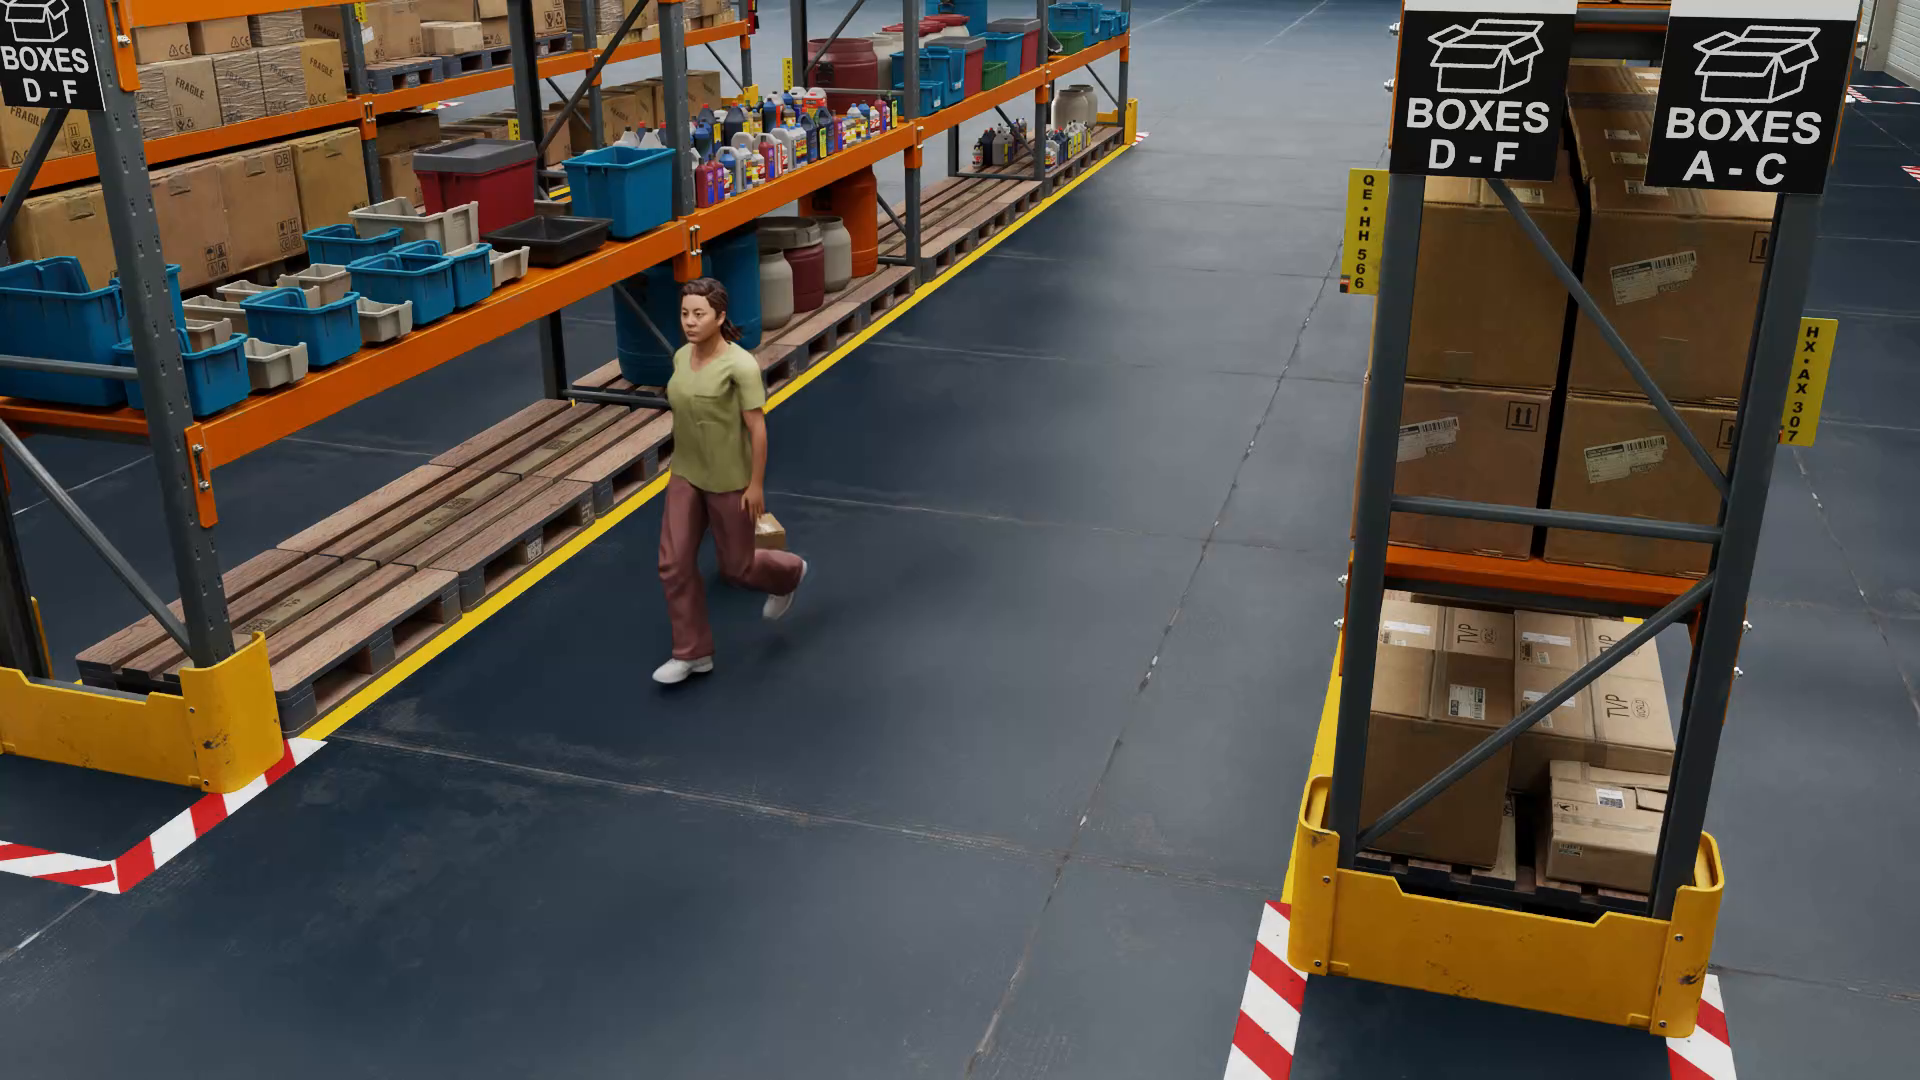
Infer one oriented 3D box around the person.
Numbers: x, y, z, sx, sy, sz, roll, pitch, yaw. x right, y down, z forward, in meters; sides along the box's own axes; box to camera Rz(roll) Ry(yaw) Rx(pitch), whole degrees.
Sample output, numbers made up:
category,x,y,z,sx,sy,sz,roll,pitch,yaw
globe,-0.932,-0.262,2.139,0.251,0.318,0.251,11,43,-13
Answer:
category,x,y,z,sx,sy,sz,roll,pitch,yaw
person,-0.946,-0.266,6.751,0.463,1.628,0.862,12,25,28
